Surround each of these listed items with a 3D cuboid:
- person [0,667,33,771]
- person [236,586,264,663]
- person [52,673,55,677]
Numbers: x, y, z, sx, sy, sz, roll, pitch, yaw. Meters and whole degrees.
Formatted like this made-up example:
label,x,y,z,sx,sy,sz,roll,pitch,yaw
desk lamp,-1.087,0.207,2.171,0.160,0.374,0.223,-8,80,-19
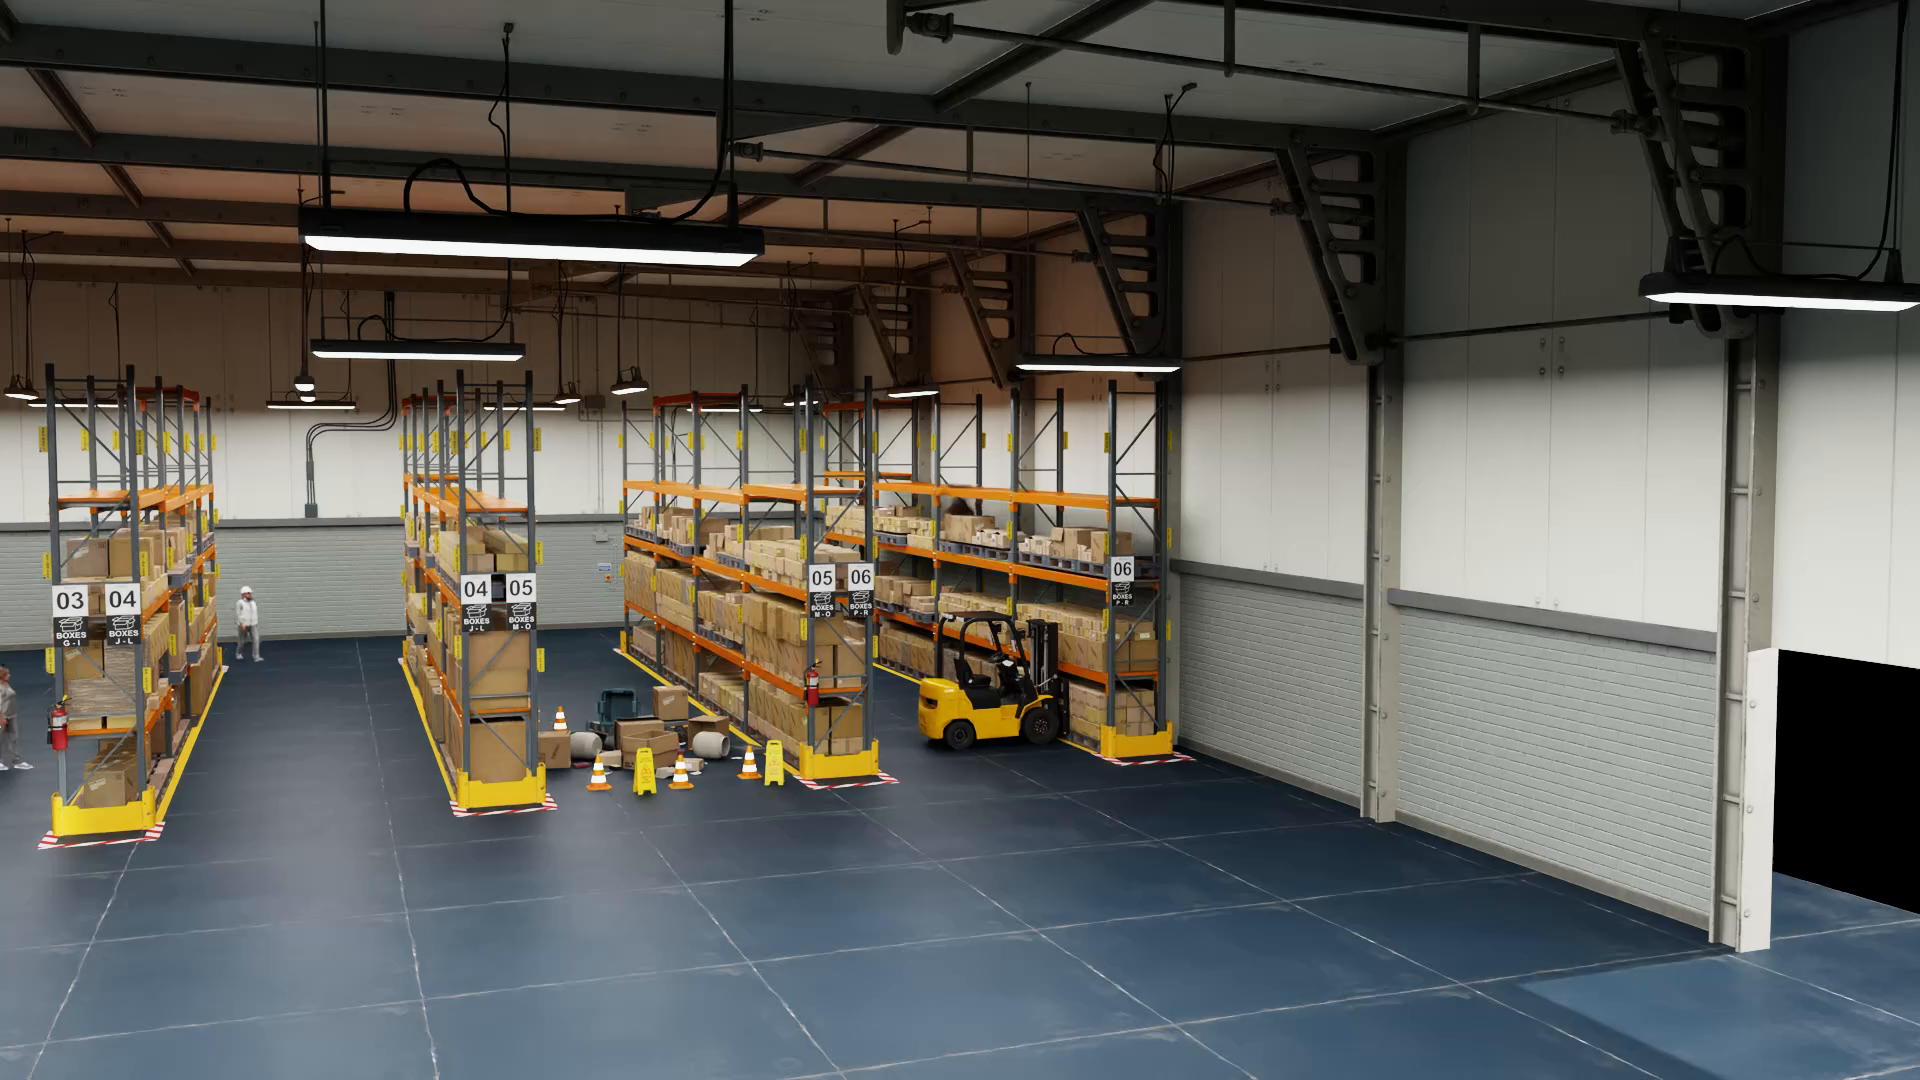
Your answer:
label,x,y,z,sx,sy,sz,roll,pitch,yaw
person,-14.551,2.729,25.370,0.559,1.595,0.421,1,3,12
person,-16.232,1.927,37.881,0.983,1.738,0.535,3,5,45
person,-18.864,2.090,35.380,0.878,1.651,0.523,-3,4,-37
